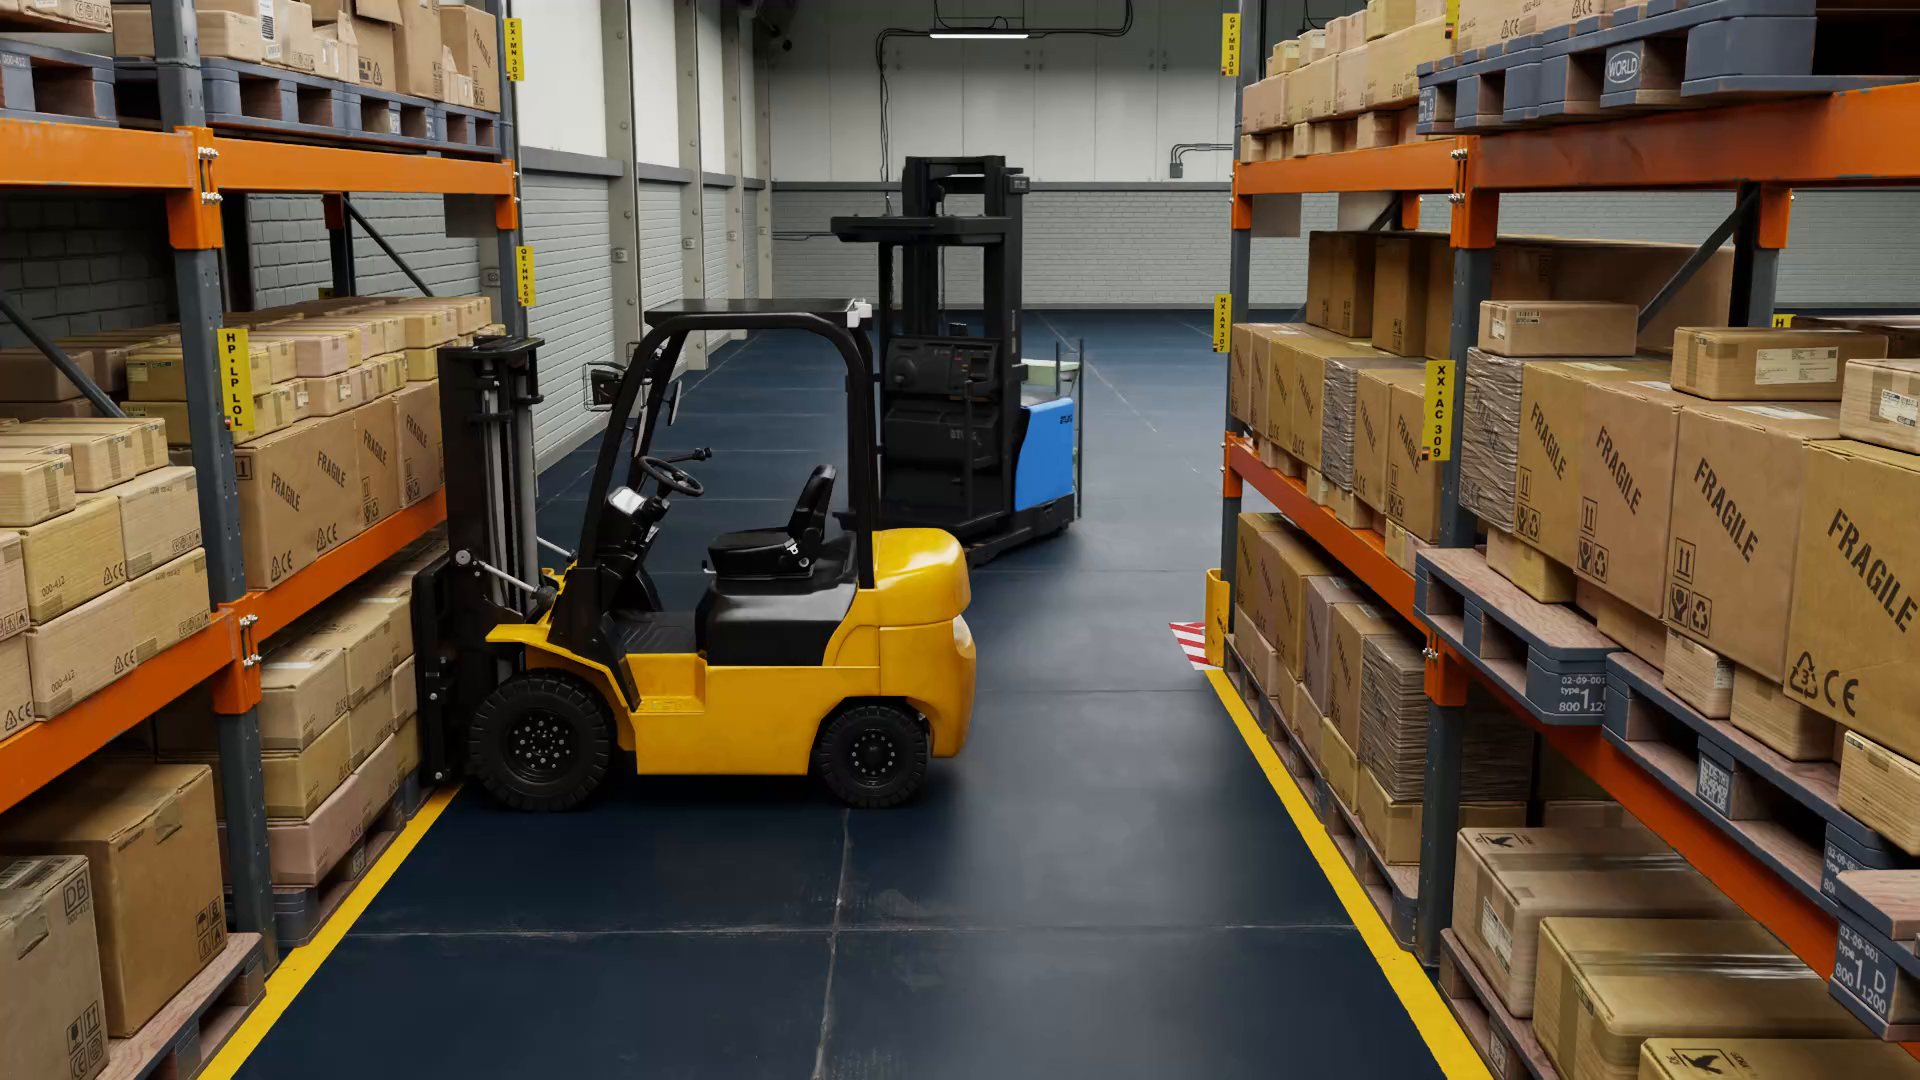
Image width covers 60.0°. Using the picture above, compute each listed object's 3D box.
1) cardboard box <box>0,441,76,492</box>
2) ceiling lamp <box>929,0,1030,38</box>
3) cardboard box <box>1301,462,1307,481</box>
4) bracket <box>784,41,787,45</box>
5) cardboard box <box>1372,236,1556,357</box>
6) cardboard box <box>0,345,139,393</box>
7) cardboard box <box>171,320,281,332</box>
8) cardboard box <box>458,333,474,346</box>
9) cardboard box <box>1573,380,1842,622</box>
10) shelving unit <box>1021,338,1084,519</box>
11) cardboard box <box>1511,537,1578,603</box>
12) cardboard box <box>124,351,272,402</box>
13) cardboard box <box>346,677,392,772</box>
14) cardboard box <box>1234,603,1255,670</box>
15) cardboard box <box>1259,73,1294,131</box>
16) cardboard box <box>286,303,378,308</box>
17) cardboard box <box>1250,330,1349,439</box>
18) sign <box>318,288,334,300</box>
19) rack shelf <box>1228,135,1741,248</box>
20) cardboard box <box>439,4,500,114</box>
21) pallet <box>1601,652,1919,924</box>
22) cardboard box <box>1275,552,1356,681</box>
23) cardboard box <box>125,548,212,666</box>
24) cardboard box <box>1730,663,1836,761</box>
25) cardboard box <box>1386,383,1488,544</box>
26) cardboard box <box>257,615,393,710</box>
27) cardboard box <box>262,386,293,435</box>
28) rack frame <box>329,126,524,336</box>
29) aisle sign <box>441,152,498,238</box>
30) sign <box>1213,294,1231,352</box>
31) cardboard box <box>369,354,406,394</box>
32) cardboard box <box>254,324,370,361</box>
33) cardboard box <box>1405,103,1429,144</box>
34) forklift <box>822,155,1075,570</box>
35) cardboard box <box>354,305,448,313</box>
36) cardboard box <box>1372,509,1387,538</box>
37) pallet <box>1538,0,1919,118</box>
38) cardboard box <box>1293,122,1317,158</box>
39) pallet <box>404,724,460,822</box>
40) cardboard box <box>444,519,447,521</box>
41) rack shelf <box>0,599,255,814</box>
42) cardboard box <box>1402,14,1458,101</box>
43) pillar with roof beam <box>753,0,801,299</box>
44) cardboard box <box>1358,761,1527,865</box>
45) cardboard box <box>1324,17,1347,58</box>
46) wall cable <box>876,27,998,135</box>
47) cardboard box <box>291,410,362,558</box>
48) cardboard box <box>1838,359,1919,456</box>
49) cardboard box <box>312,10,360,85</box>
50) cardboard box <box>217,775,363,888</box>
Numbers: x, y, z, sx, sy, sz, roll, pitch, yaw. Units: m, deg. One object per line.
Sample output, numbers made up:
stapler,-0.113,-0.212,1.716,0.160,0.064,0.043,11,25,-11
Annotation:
cardboard box,-2.657,-0.178,4.511,0.380,0.149,0.250,0,11,-1
ceiling lamp,0.377,-11.647,33.156,2.000,3.185,0.800,0,11,-1
cardboard box,1.826,-0.346,7.852,0.380,0.149,0.250,0,11,1
bracket,-4.141,-11.737,39.226,0.076,0.066,3.189,0,11,-1
cardboard box,2.235,-1.078,7.313,0.700,0.500,0.500,0,11,-2
cardboard box,-3.134,-0.604,5.859,0.380,0.149,0.250,-1,11,-3
cardboard box,-3.139,-0.859,7.116,0.380,0.149,0.250,0,11,0
cardboard box,-2.678,-0.970,8.415,0.380,0.149,0.250,0,11,0
cardboard box,1.831,-0.108,3.992,0.500,0.500,0.500,0,11,-1
shelving unit,0.599,-0.933,13.888,0.755,1.500,0.431,8,14,34
cardboard box,1.793,0.078,4.704,0.380,0.149,0.250,0,11,0
cardboard box,-2.572,-0.556,5.624,0.380,0.149,0.250,0,11,0
cardboard box,-2.575,0.721,6.565,0.500,0.250,0.500,0,11,-1
cardboard box,1.758,0.508,8.868,0.500,0.250,0.500,0,11,-2
cardboard box,1.763,-2.136,8.128,0.500,0.250,0.500,0,11,-2
cardboard box,-3.160,-1.114,8.376,0.380,0.149,0.250,0,11,0
cardboard box,1.765,-0.791,8.416,0.500,0.500,0.500,0,11,1
sign,-3.499,-1.236,9.229,0.100,0.325,0.005,0,11,-1
rack shelf,2.060,-1.515,7.246,1.077,0.370,4.000,0,11,-1
cardboard box,-2.692,-2.461,8.540,0.500,0.500,0.500,0,11,1
pallet,2.102,0.496,3.552,1.003,0.211,1.213,0,11,-1
cardboard box,1.777,0.349,7.767,0.500,0.500,0.500,0,11,0
cardboard box,-2.590,0.194,4.936,0.500,0.250,0.500,0,11,0
cardboard box,1.830,0.341,3.410,0.380,0.149,0.250,-1,11,-3
cardboard box,1.843,-0.282,5.904,0.500,0.500,0.500,-1,11,-3
cardboard box,-2.558,0.474,6.523,0.500,0.250,0.500,0,11,-1
cardboard box,-2.612,-0.461,5.906,0.380,0.149,0.250,0,11,0
rack frame,-2.944,-0.774,9.329,1.000,3.000,0.127,0,11,-1
aisle sign,-2.652,-2.062,9.140,0.394,0.787,0.004,0,11,-1
sign,1.476,-1.217,9.336,0.100,0.325,0.005,0,11,-1
cardboard box,-2.617,-0.717,7.168,0.380,0.149,0.250,0,11,-2
cardboard box,-2.678,-0.812,6.884,0.380,0.149,0.250,0,11,-1
cardboard box,1.843,-1.509,6.043,0.380,0.149,0.250,0,11,-1
forklift,-0.243,-1.320,12.193,1.130,2.935,3.031,6,13,29
cardboard box,-2.727,-1.065,8.136,0.380,0.149,0.250,0,11,-1
cardboard box,1.859,-0.091,6.593,0.380,0.149,0.250,0,11,-2
pallet,2.032,-1.048,3.611,1.213,0.211,1.003,0,11,-1
cardboard box,1.731,-1.818,7.562,0.380,0.149,0.250,0,11,-1
pallet,-2.864,0.987,7.665,1.003,0.211,1.213,0,11,-1
cardboard box,-2.623,-0.032,9.016,0.500,0.250,0.500,0,11,1
rack shelf,-2.820,0.772,3.521,1.077,0.370,4.000,0,11,-1
cardboard box,1.822,-1.629,5.629,0.500,0.250,0.500,0,11,-2
pillar with roof beam,-0.147,-9.553,37.514,9.100,9.000,0.548,0,11,-1
cardboard box,1.820,1.026,6.319,0.500,0.250,0.500,0,11,1
cardboard box,1.749,-2.107,6.984,0.380,0.149,0.250,0,11,0
wall cable,-0.485,-11.091,40.201,3.097,2.526,0.112,0,11,-1
cardboard box,-2.637,-0.220,6.349,0.500,0.500,0.500,0,11,0
cardboard box,1.868,-0.247,3.046,0.380,0.149,0.250,-1,11,-4
cardboard box,-2.589,-1.934,6.533,0.396,0.266,0.258,-1,11,-2
cardboard box,-2.541,1.066,6.122,0.500,0.250,0.500,0,11,-1
